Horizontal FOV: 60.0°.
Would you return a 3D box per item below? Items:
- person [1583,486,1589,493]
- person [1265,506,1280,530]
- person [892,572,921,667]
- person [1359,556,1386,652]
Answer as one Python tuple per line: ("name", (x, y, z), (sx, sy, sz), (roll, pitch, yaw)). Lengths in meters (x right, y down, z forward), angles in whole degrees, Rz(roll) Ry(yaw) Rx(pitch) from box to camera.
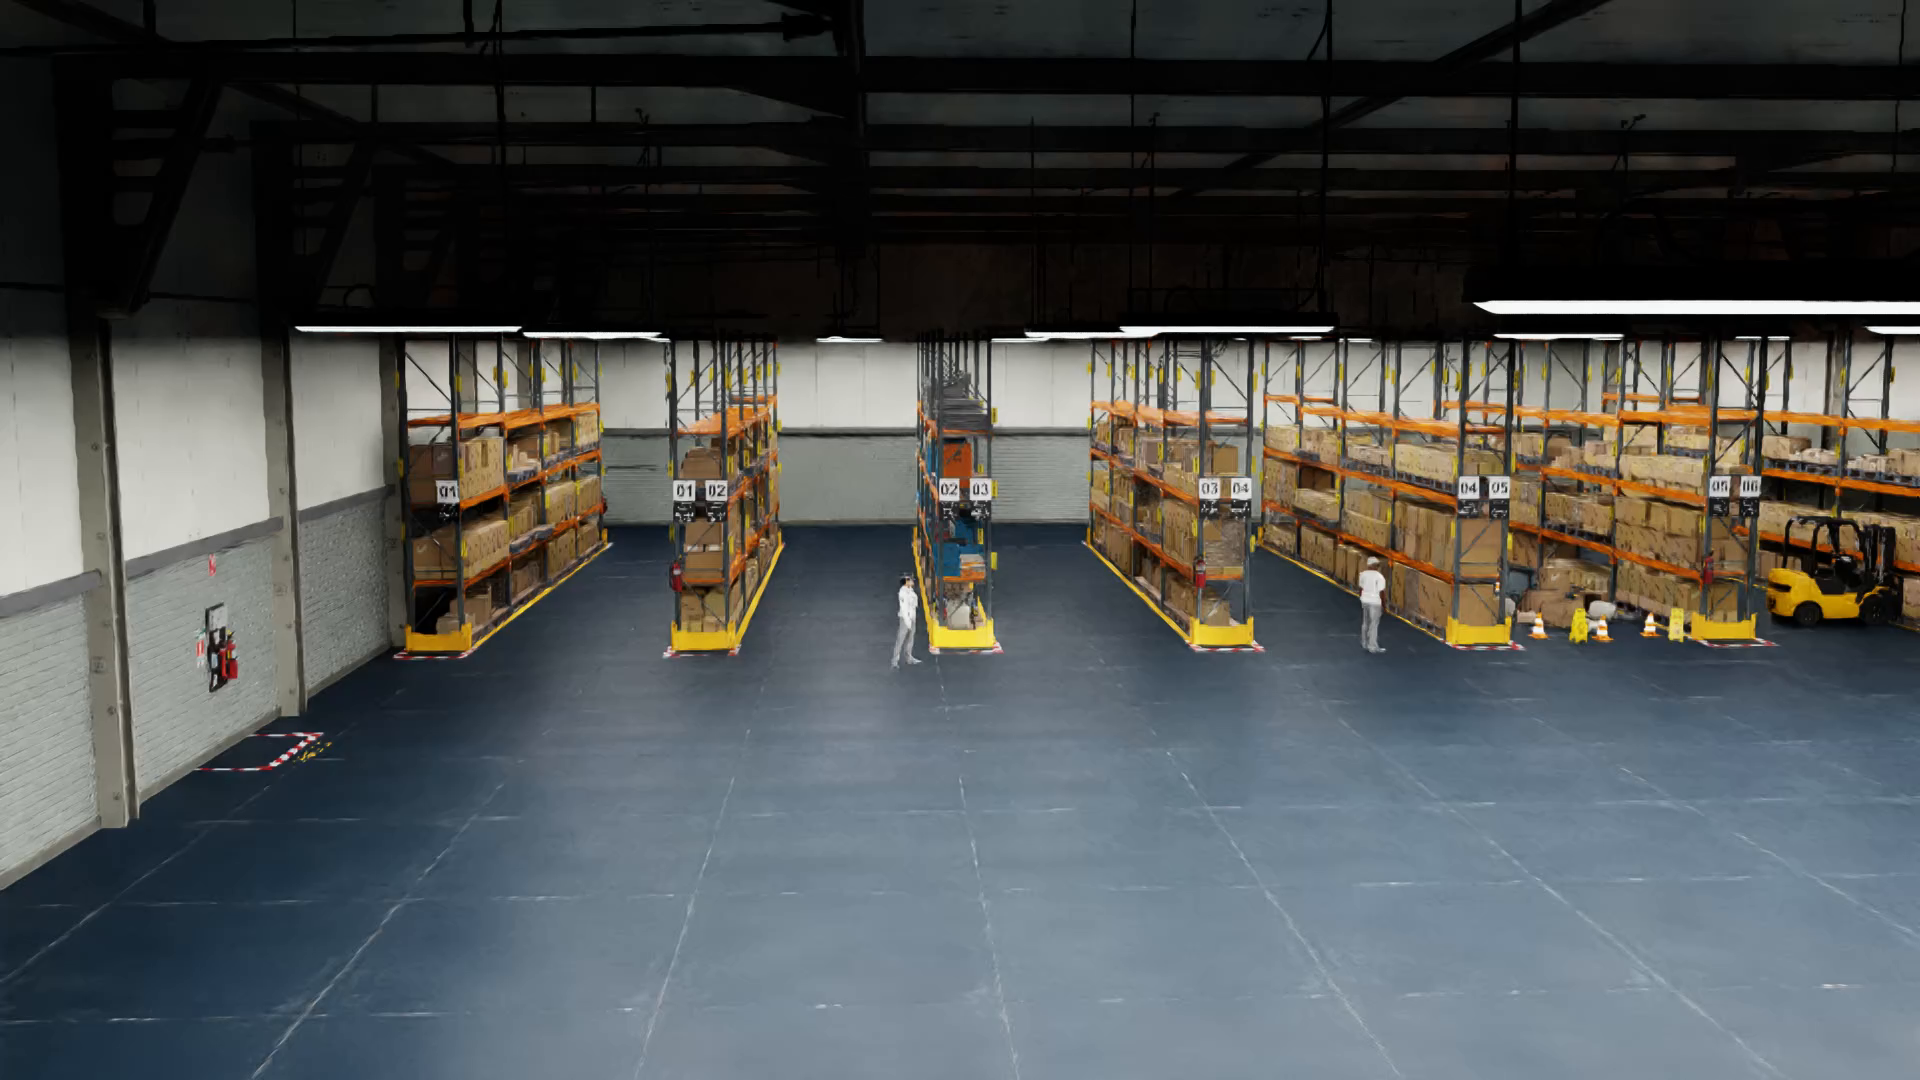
("person", (17.601, -0.681, 46.954), (0.522, 1.724, 0.716), (-1, 7, -5))
("person", (9.309, -0.947, 49.425), (0.612, 1.674, 0.781), (5, 8, 35))
("person", (-0.983, 1.405, 29.622), (0.413, 1.677, 0.630), (3, 7, 22))
("person", (7.733, 1.171, 31.074), (0.452, 1.768, 0.632), (-4, 8, -33))
